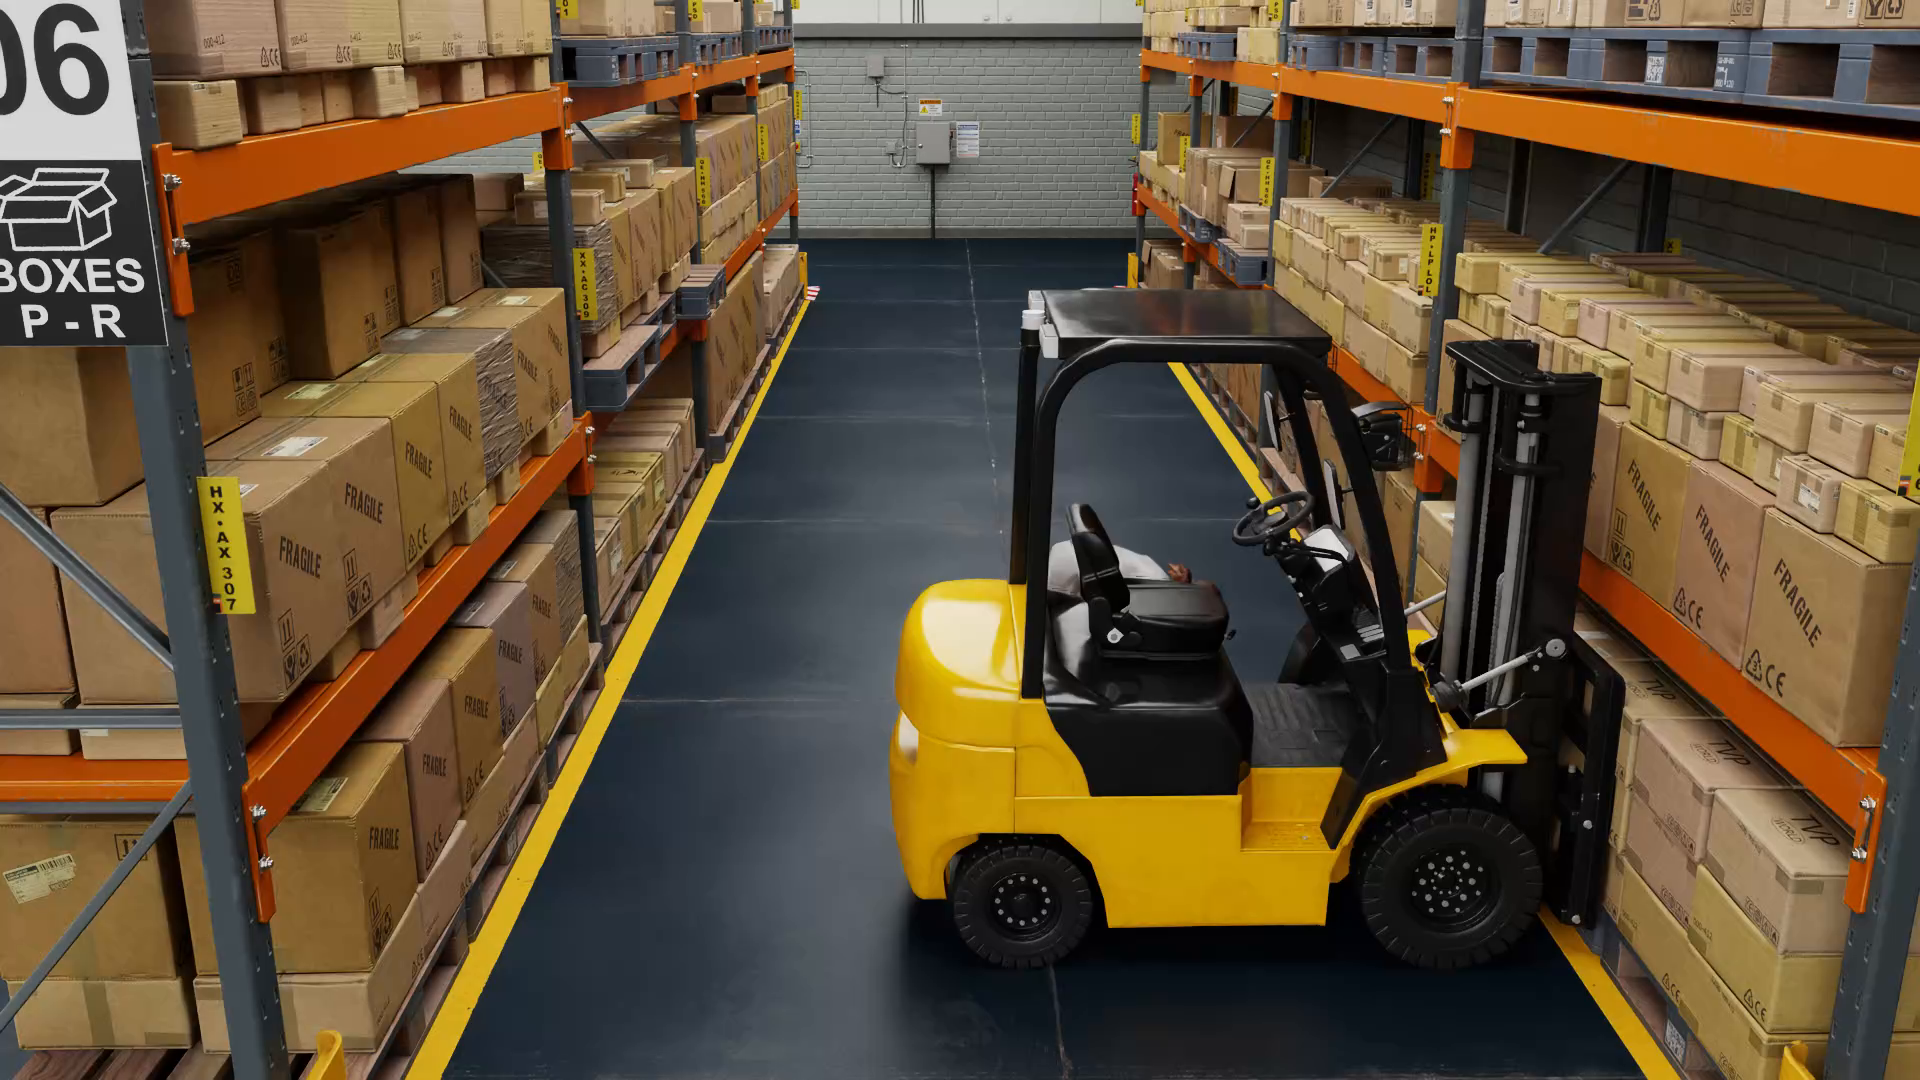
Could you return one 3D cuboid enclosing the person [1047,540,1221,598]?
[{"bbox_3d":[0.762,0.417,7.590,0.852,0.852,0.476,-1,17,-3],"label":"person"}]
